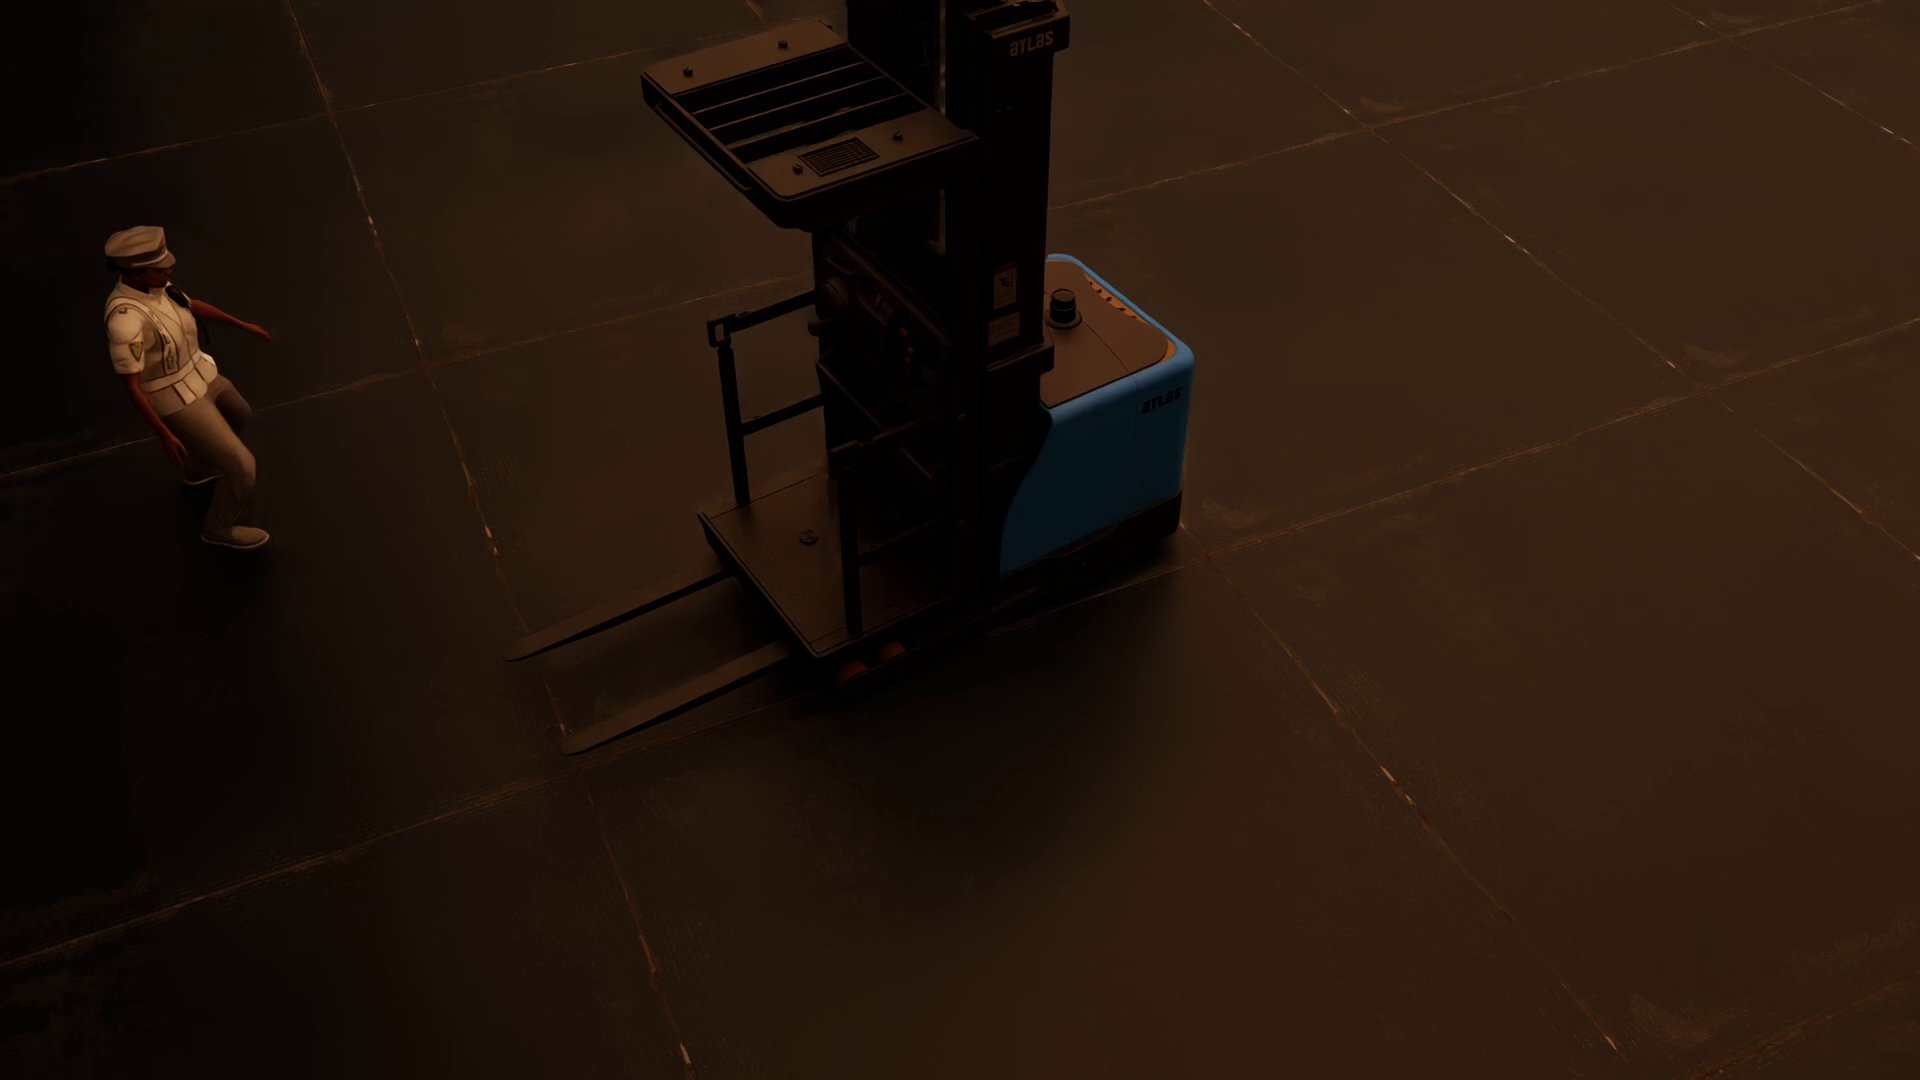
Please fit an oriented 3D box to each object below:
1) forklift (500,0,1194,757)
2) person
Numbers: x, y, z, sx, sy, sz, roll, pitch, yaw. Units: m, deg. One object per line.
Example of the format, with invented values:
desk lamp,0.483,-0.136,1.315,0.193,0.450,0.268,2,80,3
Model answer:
forklift,-0.488,-0.810,6.548,3.031,2.935,1.130,-24,48,-24
person,-3.457,-0.699,7.479,0.641,1.546,0.875,0,43,0
